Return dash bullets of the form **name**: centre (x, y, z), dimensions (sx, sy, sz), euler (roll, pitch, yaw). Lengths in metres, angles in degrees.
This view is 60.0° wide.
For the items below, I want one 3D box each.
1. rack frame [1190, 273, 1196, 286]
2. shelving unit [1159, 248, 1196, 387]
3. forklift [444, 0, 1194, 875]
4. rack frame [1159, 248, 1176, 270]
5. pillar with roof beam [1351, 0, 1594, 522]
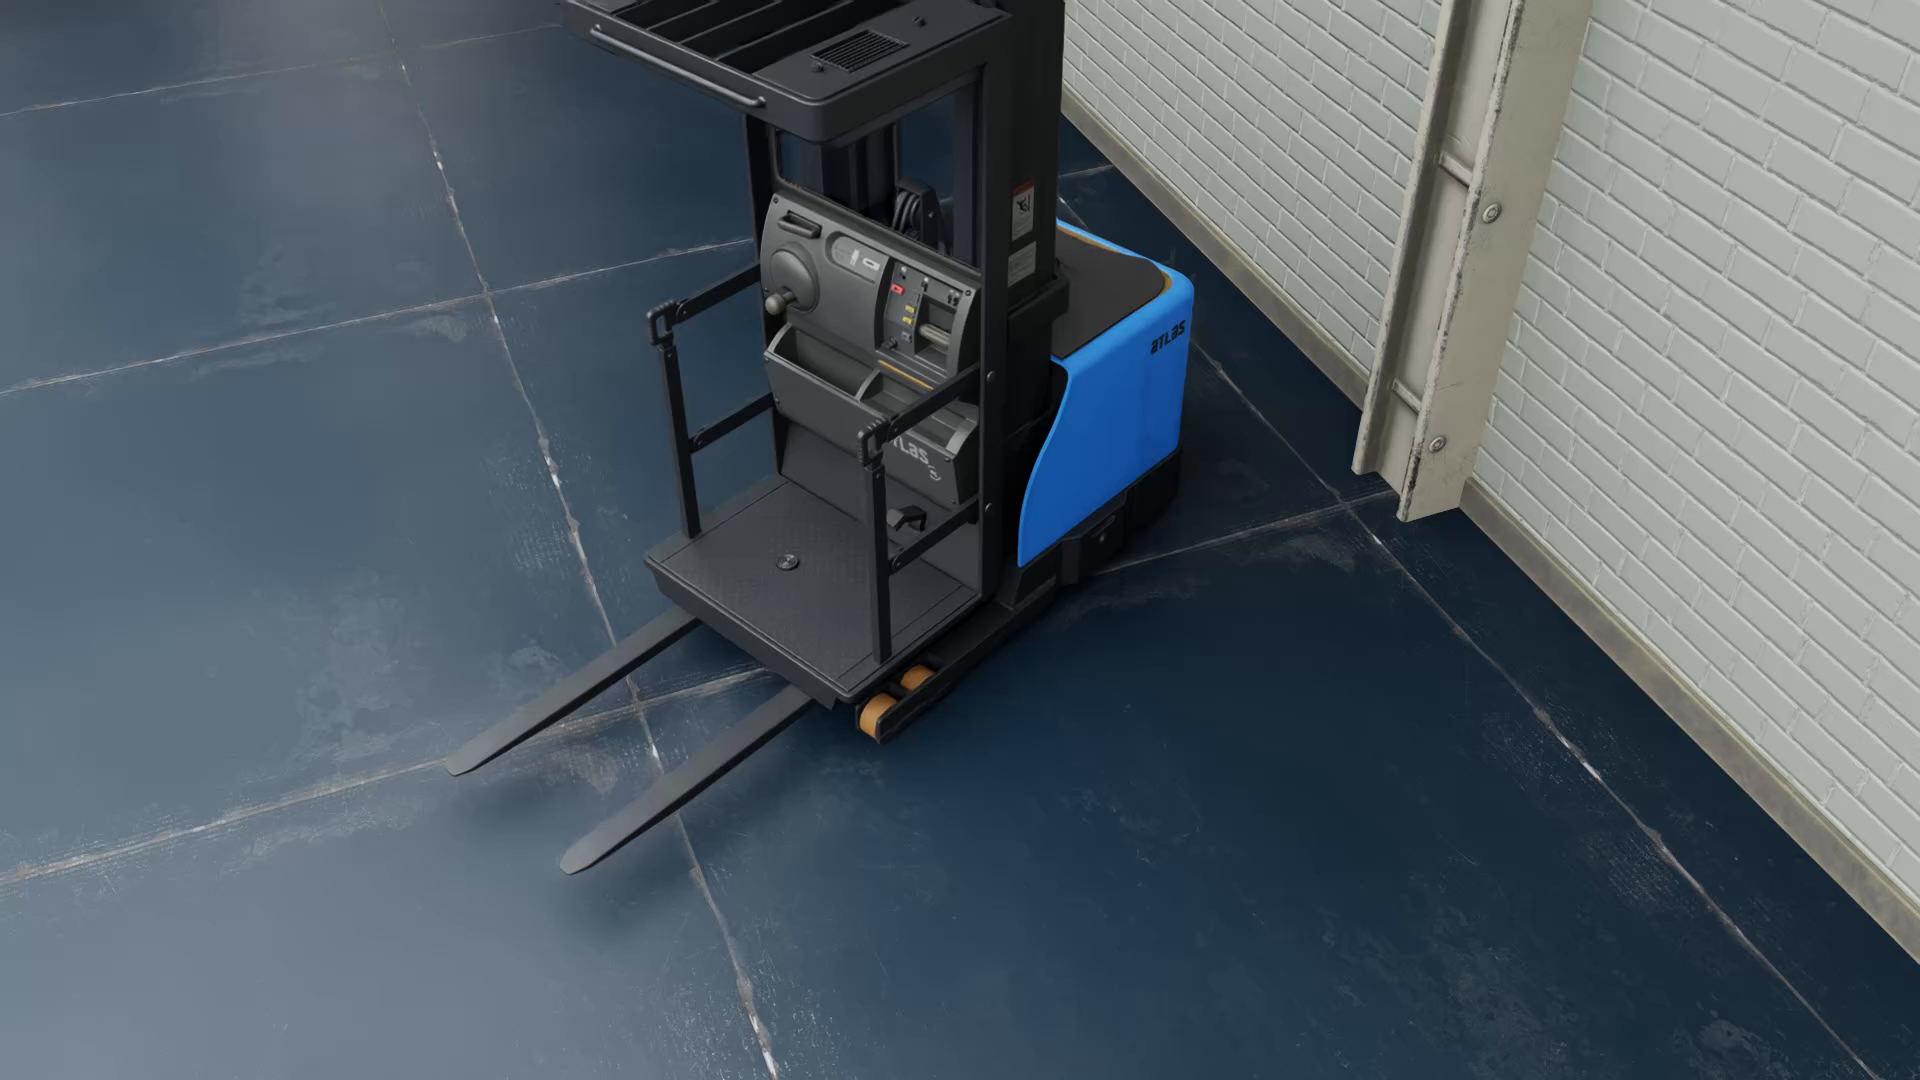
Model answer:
- **rack frame**: centre (0.819, -0.695, 6.868), dimensions (0.240, 0.900, 0.006), euler (-11, 42, -12)
- **shelving unit**: centre (0.790, -0.759, 6.942), dimensions (0.258, 0.900, 0.210), euler (-11, 42, -12)
- **forklift**: centre (-0.458, -0.775, 5.404), dimensions (1.130, 2.935, 3.031), euler (30, 49, 30)
- **rack frame**: centre (0.762, -0.822, 7.016), dimensions (0.240, 0.900, 0.006), euler (-11, 42, -12)
- **pillar with roof beam**: centre (-2.090, -2.567, 2.833), dimensions (9.100, 9.000, 0.400), euler (-15, 43, -17)
